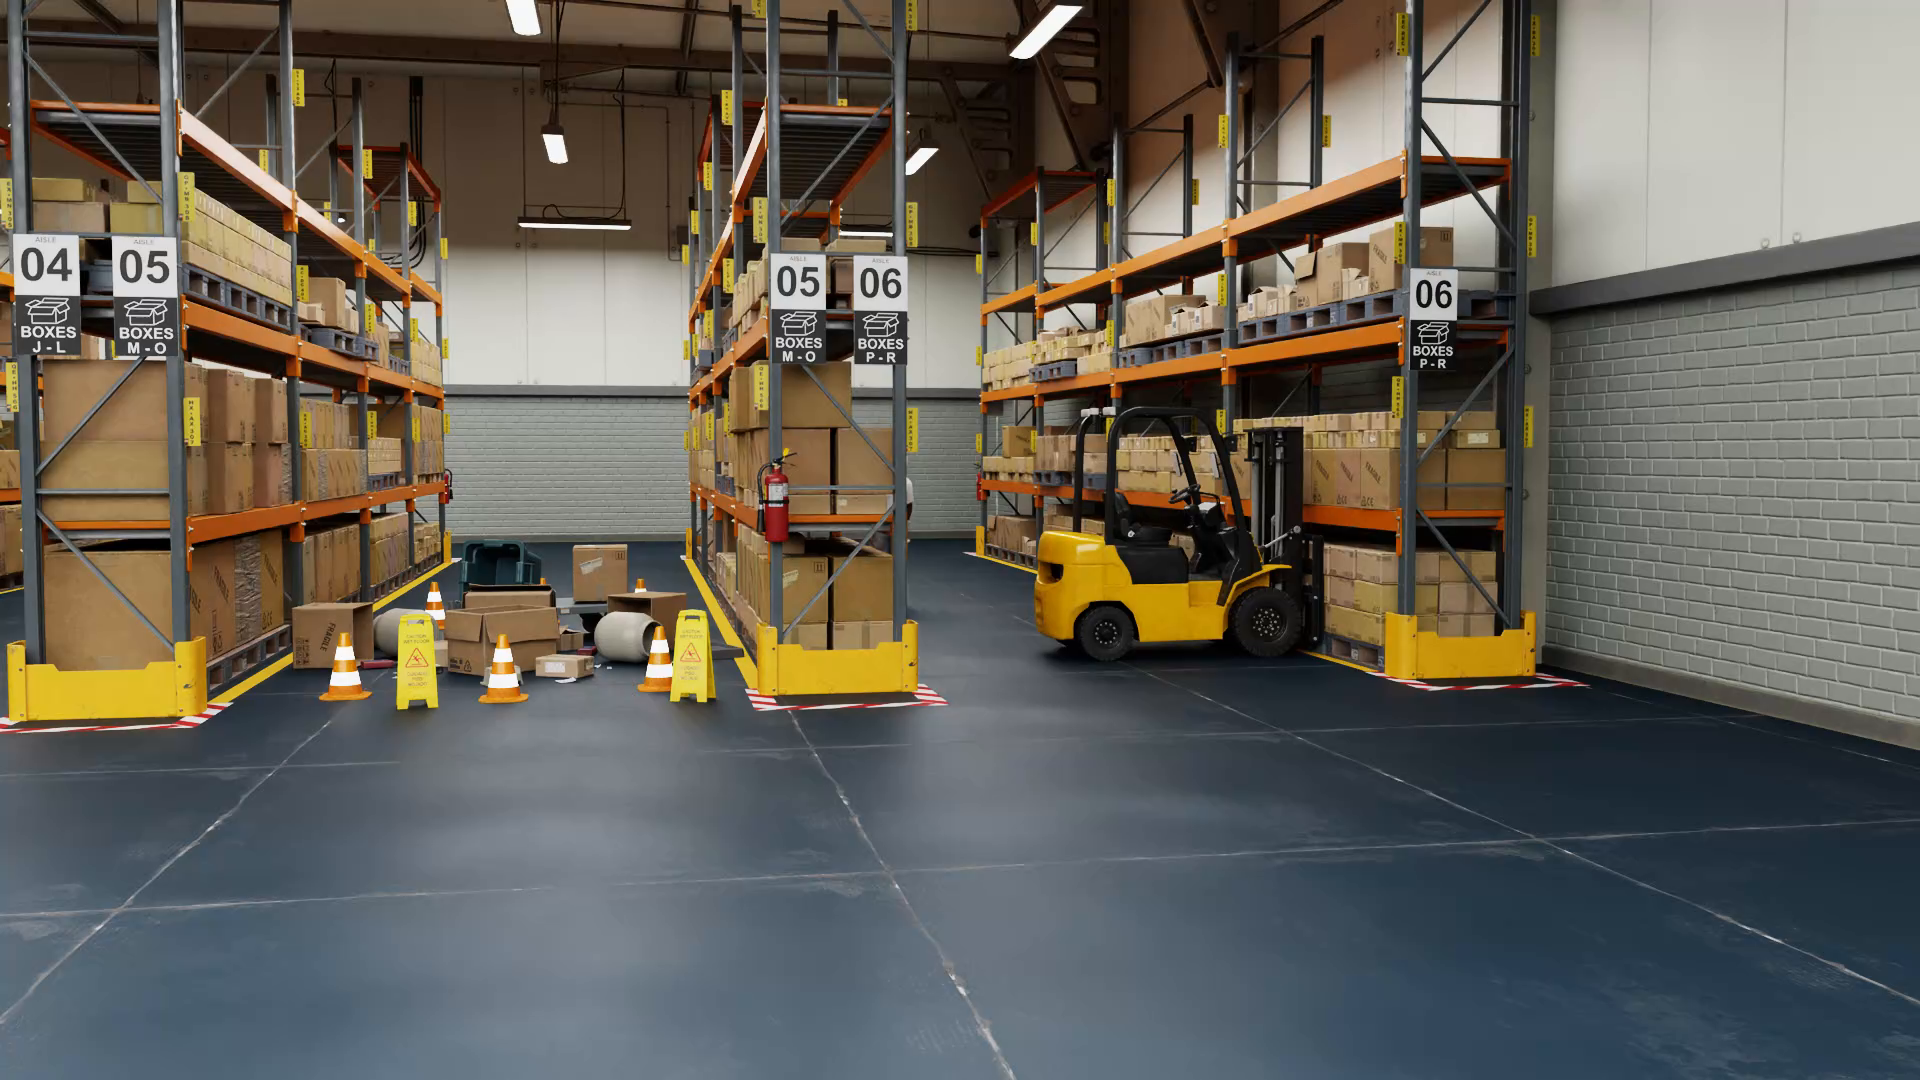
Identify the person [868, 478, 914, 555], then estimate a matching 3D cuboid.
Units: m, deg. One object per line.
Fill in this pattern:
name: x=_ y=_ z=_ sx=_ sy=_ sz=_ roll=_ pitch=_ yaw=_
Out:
person: x=-0.852 y=-0.134 z=19.607 sx=0.591 sy=1.824 sz=0.511 roll=-1 pitch=3 yaw=-19
